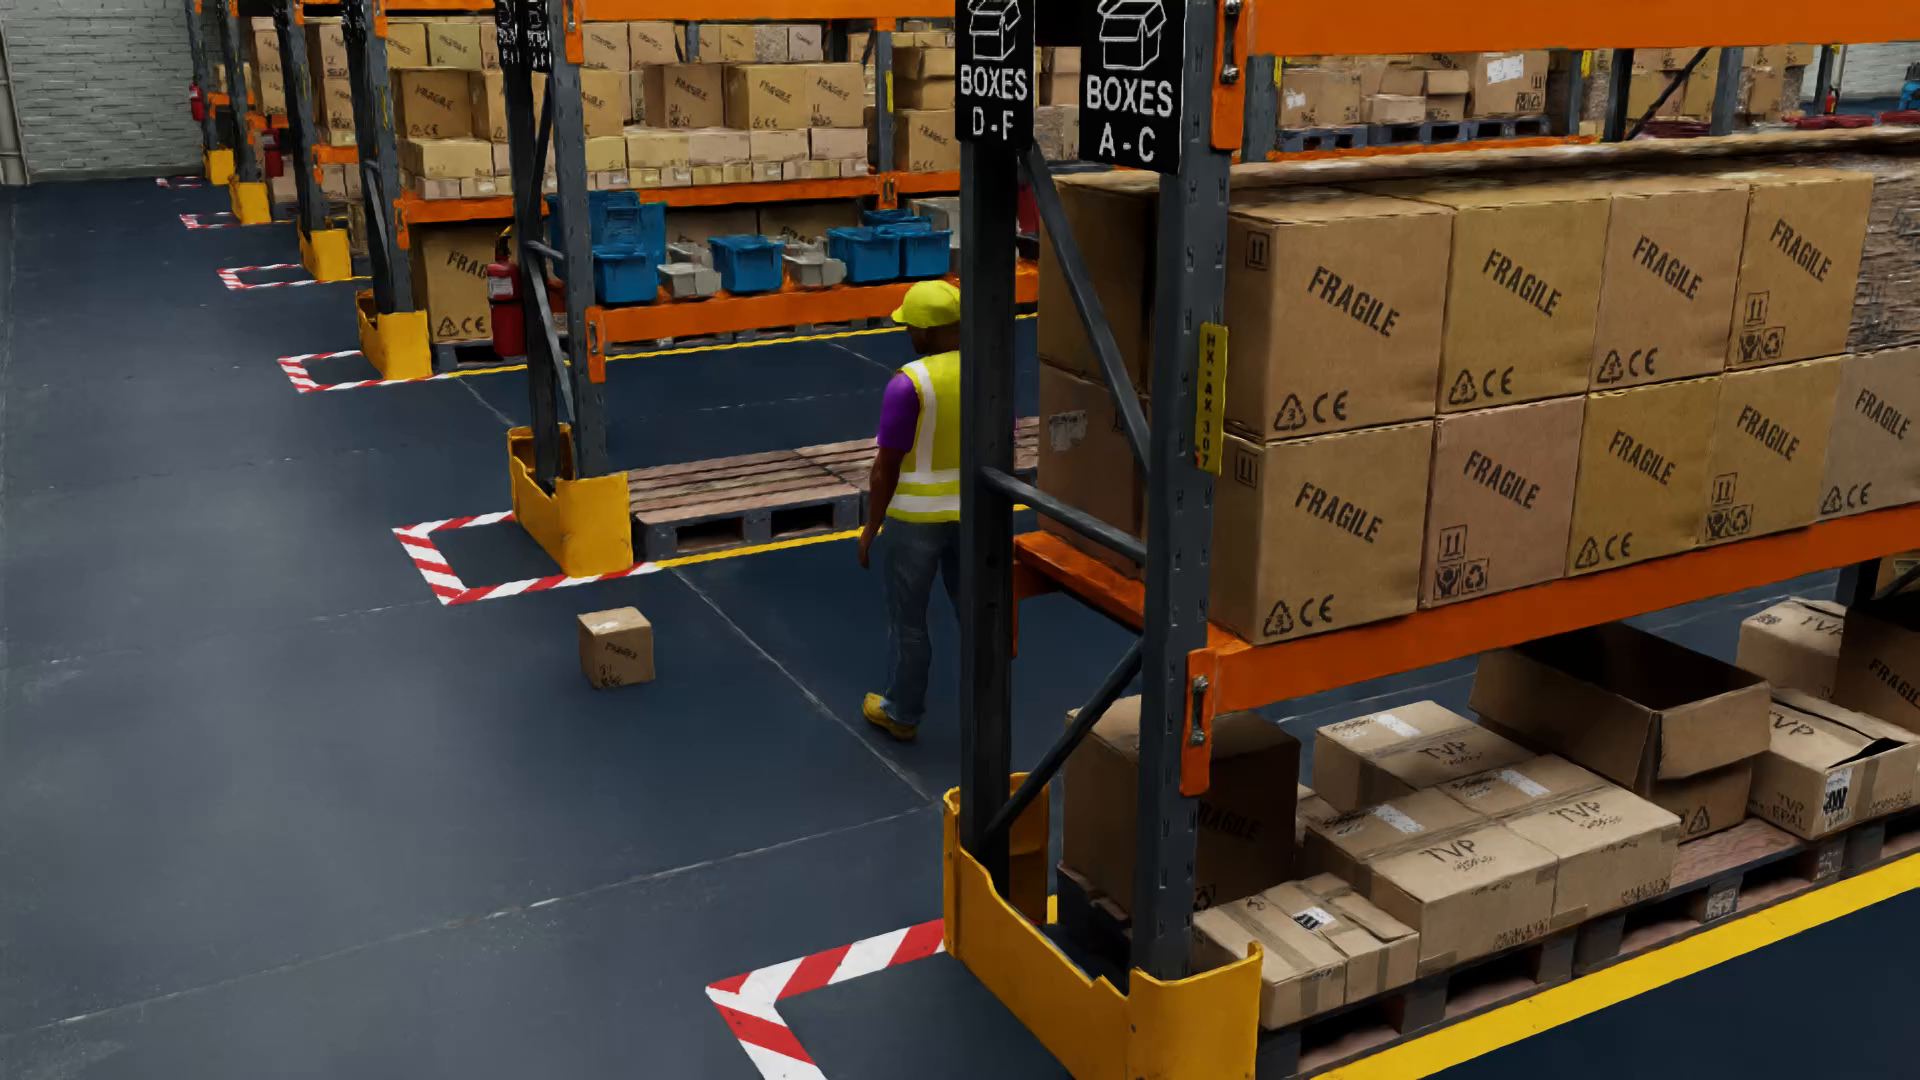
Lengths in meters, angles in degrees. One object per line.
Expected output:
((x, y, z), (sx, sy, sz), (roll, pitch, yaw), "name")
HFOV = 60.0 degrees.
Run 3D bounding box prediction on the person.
((5.455, -1.556, 10.642), (15.002, 1.759, 2.345), (-11, 21, -31), "person")
